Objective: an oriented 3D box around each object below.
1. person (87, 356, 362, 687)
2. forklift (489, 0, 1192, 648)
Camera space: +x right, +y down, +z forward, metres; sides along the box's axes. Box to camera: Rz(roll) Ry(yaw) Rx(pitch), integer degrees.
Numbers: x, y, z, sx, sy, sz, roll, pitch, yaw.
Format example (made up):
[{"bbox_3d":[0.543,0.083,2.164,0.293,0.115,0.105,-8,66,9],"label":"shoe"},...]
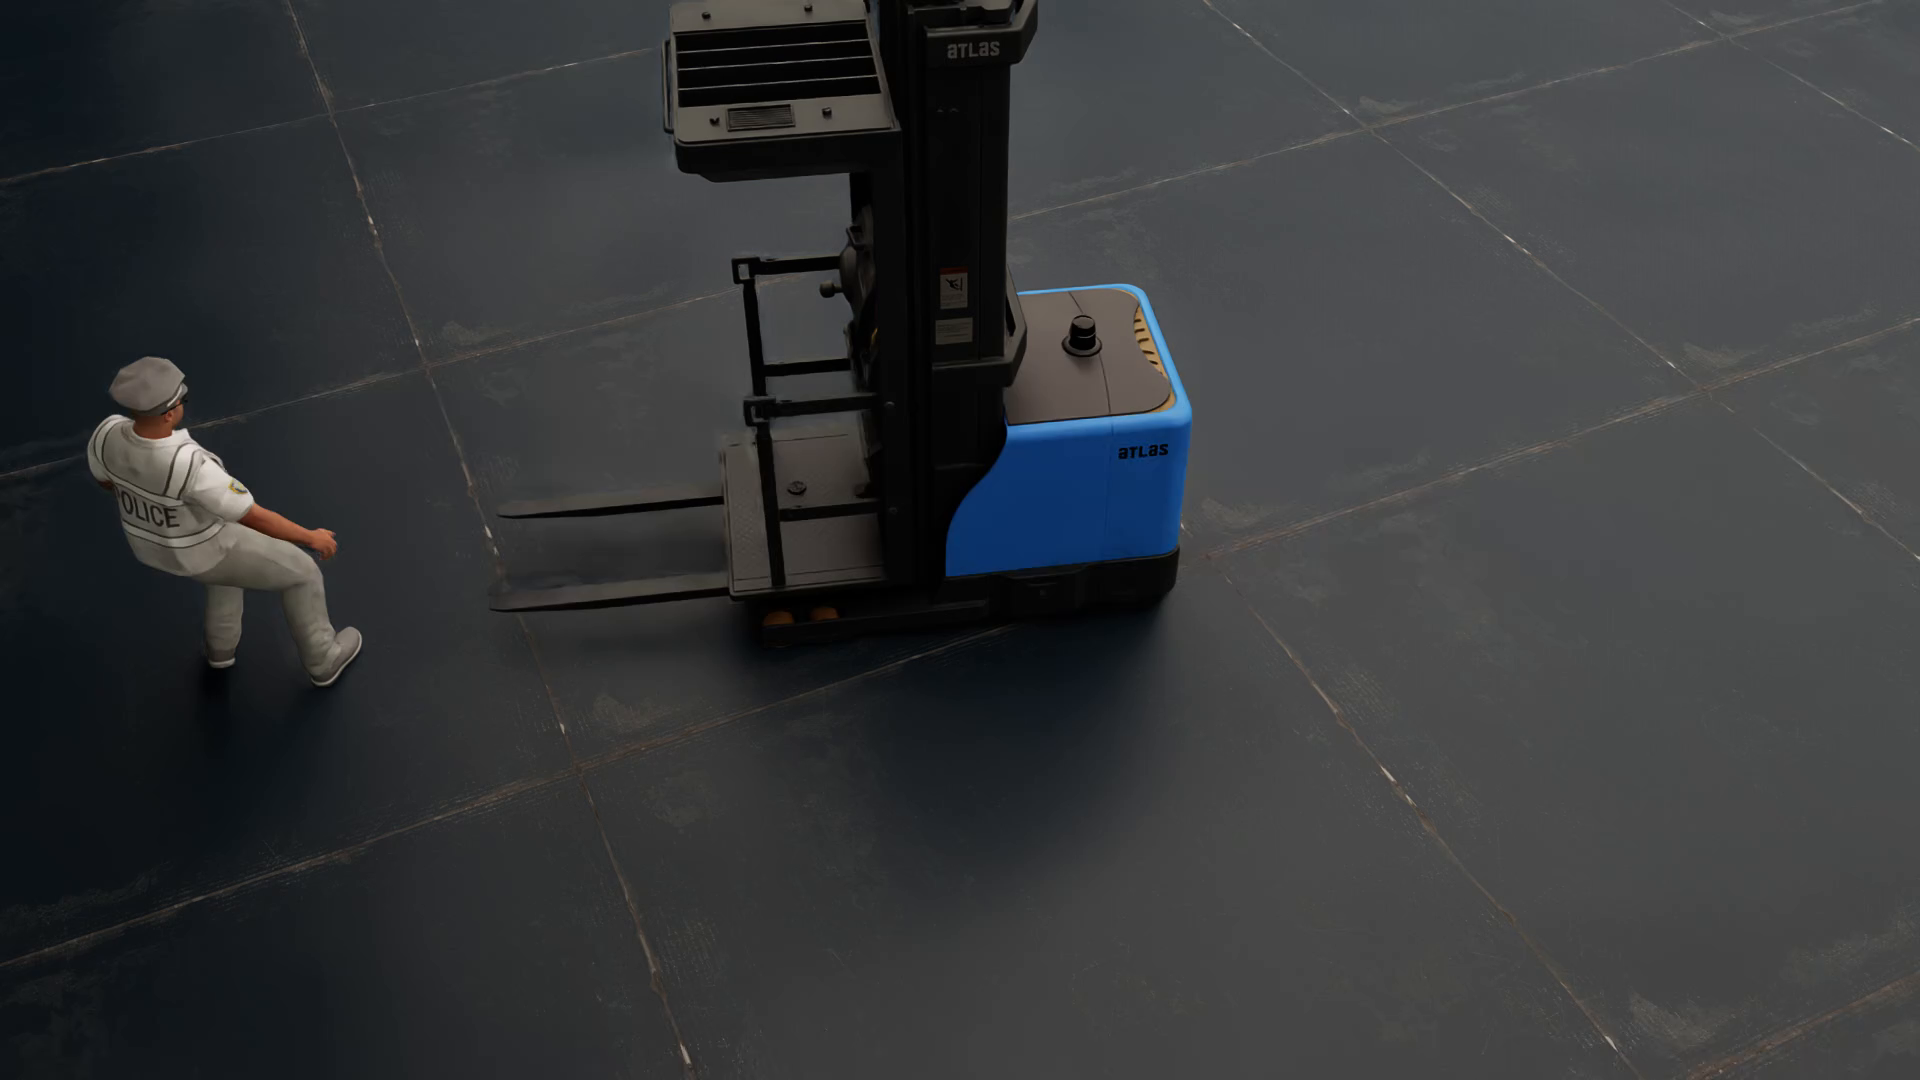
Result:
[{"bbox_3d":[-2.959,-0.064,6.681,0.832,1.648,0.538,15,45,15],"label":"person"},{"bbox_3d":[-0.585,-0.984,6.735,3.031,2.935,1.130,-6,43,-6],"label":"forklift"}]
